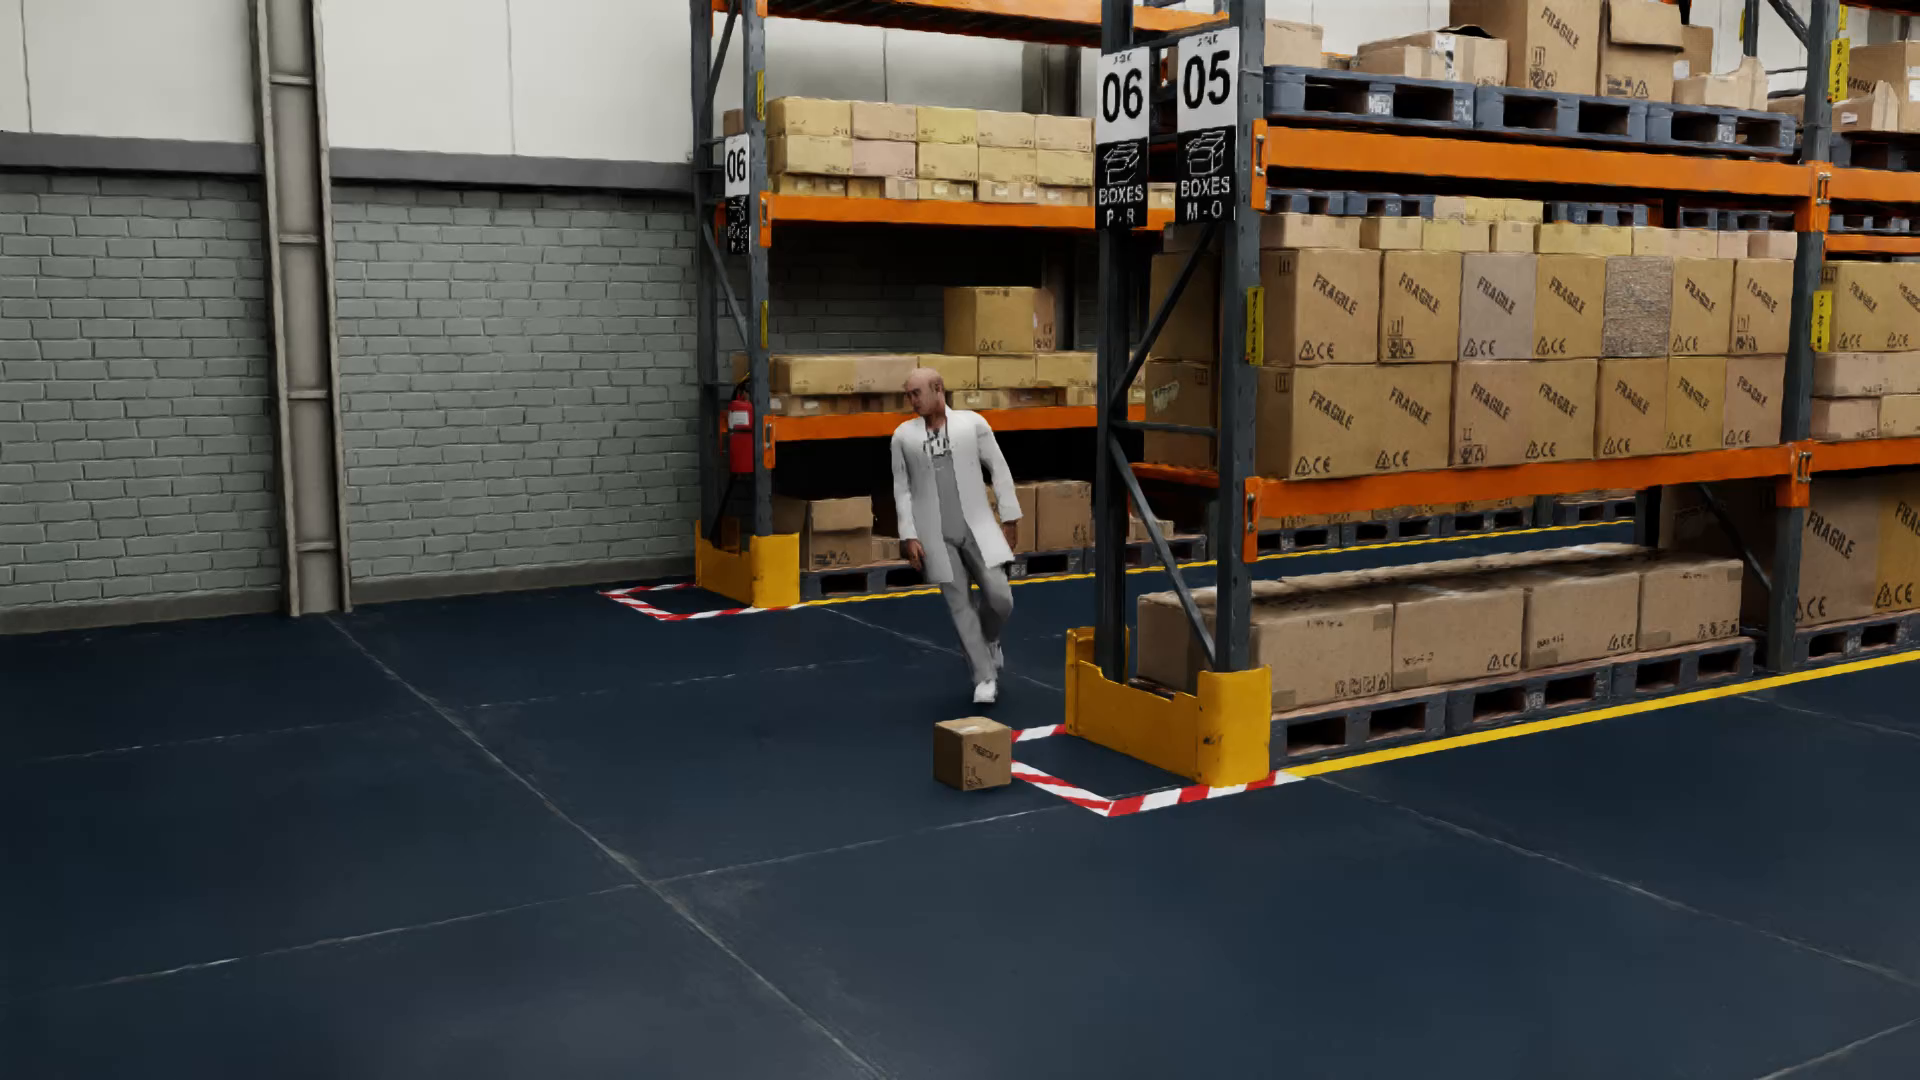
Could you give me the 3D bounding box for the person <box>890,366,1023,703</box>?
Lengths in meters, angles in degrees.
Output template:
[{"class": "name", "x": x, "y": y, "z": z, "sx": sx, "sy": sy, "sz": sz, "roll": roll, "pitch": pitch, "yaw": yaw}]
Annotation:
[{"class": "person", "x": -0.017, "y": 0.006, "z": 8.690, "sx": 0.690, "sy": 1.656, "sz": 0.678, "roll": -1, "pitch": 8, "yaw": -4}]
